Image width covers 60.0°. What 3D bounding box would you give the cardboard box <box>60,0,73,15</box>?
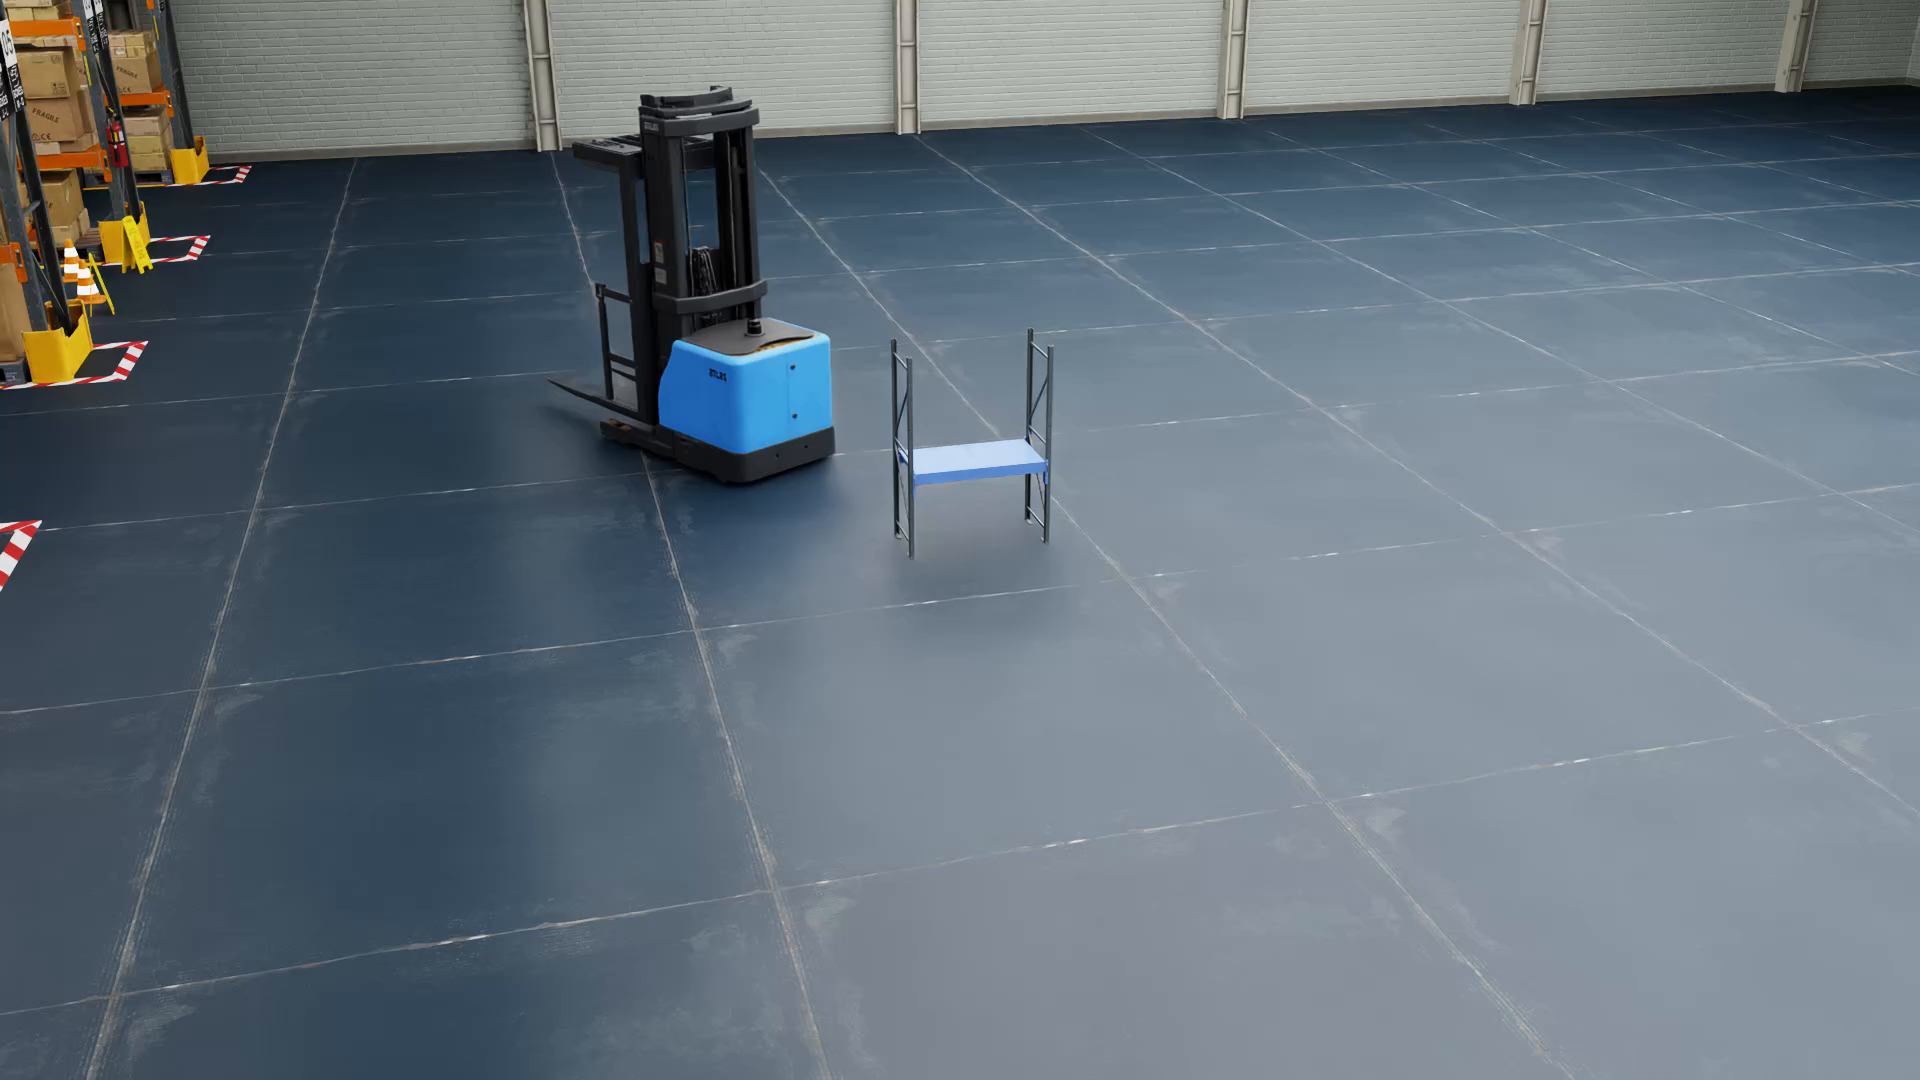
[{"bbox_3d":[-10.606,-6.300,19.643,0.250,0.149,0.380,-6,24,-14],"label":"cardboard box"}]

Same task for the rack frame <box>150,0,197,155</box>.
[{"bbox_3d":[-11.543,-6.833,24.371,0.127,3.000,1.000,-6,24,-14],"label":"rack frame"}]

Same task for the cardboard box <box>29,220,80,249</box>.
[{"bbox_3d":[-10.928,-3.688,19.995,0.500,0.250,0.500,-6,24,-15],"label":"cardboard box"}]

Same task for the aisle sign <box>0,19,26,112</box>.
[{"bbox_3d":[-8.777,-4.397,15.396,0.004,0.787,0.394,-6,24,-14],"label":"aisle sign"}]

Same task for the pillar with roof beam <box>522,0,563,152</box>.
[{"bbox_3d":[-5.517,-8.863,21.493,0.400,9.000,9.100,-6,24,-14],"label":"pillar with roof beam"}]

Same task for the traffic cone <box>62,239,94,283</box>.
[{"bbox_3d":[-10.264,-3.248,19.232,0.334,0.463,0.336,-6,24,-14],"label":"traffic cone"}]

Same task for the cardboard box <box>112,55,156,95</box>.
[{"bbox_3d":[-11.946,-6.727,23.997,0.500,0.500,0.500,-7,24,-16],"label":"cardboard box"}]

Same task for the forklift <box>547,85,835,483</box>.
[{"bbox_3d":[-2.436,-2.281,13.848,3.031,2.935,1.130,21,31,40],"label":"forklift"}]

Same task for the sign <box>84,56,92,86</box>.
[{"bbox_3d":[-10.068,-5.414,19.193,0.005,0.325,0.100,-6,24,-14],"label":"sign"}]

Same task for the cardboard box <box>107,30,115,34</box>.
[{"bbox_3d":[-12.436,-7.311,24.157,0.250,0.149,0.380,-6,24,-13],"label":"cardboard box"}]

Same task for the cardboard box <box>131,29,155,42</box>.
[{"bbox_3d":[-11.924,-7.359,24.270,0.250,0.149,0.380,-7,24,-15],"label":"cardboard box"}]

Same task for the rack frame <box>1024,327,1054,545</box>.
[{"bbox_3d":[0.572,-0.752,12.102,0.032,1.500,0.500,-6,24,-14],"label":"rack frame"}]

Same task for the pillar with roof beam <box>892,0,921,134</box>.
[{"bbox_3d":[0.260,-9.502,22.983,0.400,9.000,9.100,-6,24,-14],"label":"pillar with roof beam"}]

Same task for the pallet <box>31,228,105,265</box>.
[{"bbox_3d":[-11.064,-3.586,20.341,1.213,0.211,1.003,-6,24,-14],"label":"pallet"}]

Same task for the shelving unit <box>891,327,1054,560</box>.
[{"bbox_3d":[0.082,-0.698,11.975,1.048,1.500,0.538,-6,24,-14],"label":"shelving unit"}]

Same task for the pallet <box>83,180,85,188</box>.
[{"bbox_3d":[-13.441,-5.326,24.394,1.213,0.211,1.003,-6,24,-14],"label":"pallet"}]

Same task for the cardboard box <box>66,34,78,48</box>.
[{"bbox_3d":[-12.565,-7.121,23.716,0.250,0.149,0.380,-6,24,-14],"label":"cardboard box"}]

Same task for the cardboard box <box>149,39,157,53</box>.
[{"bbox_3d":[-11.940,-7.240,24.369,0.250,0.149,0.380,-7,24,-16],"label":"cardboard box"}]

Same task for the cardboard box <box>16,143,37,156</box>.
[{"bbox_3d":[-10.968,-4.624,19.542,0.250,0.149,0.380,-7,24,-15],"label":"cardboard box"}]

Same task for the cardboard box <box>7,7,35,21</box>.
[{"bbox_3d":[-10.698,-6.029,19.011,0.250,0.149,0.380,-6,24,-14],"label":"cardboard box"}]

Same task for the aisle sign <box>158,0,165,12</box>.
[{"bbox_3d":[-11.401,-7.923,23.615,0.004,0.787,0.394,-6,24,-14],"label":"aisle sign"}]

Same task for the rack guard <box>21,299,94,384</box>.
[{"bbox_3d":[-8.741,-1.934,16.124,0.348,0.500,1.175,-6,24,-14],"label":"rack guard"}]

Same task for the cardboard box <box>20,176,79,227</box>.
[{"bbox_3d":[-10.900,-4.039,19.862,0.500,0.500,0.500,-6,24,-14],"label":"cardboard box"}]

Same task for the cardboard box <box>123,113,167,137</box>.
[{"bbox_3d":[-11.902,-6.055,24.243,0.500,0.250,0.500,-5,24,-13],"label":"cardboard box"}]

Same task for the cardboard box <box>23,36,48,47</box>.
[{"bbox_3d":[-13.033,-7.022,23.484,0.250,0.149,0.380,-6,24,-13],"label":"cardboard box"}]

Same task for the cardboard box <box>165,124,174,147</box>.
[{"bbox_3d":[-12.052,-6.021,24.799,0.500,0.250,0.500,-6,24,-13],"label":"cardboard box"}]

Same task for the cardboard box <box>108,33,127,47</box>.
[{"bbox_3d":[-12.060,-7.158,23.801,0.250,0.149,0.380,-6,24,-14],"label":"cardboard box"}]

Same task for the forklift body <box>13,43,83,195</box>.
[{"bbox_3d":[-12.876,-5.549,22.454,1.214,2.155,2.313,-6,24,-14],"label":"forklift body"}]

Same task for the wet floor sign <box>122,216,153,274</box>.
[{"bbox_3d":[-9.727,-3.481,19.545,0.232,0.644,0.267,2,23,4],"label":"wet floor sign"}]

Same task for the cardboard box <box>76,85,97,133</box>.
[{"bbox_3d":[-10.730,-5.187,20.030,0.500,0.500,0.500,-7,24,-15],"label":"cardboard box"}]

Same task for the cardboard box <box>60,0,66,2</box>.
[{"bbox_3d":[-10.755,-6.443,19.470,0.500,0.250,0.500,-7,24,-15],"label":"cardboard box"}]

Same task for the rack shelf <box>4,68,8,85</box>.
[{"bbox_3d":[-10.690,-3.915,14.679,4.000,0.370,1.077,-6,24,-14],"label":"rack shelf"}]

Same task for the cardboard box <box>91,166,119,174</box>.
[{"bbox_3d":[-12.392,-5.543,24.319,0.500,0.250,0.500,-6,24,-14],"label":"cardboard box"}]

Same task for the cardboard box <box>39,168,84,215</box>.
[{"bbox_3d":[-11.073,-4.239,20.330,0.500,0.500,0.500,-7,24,-16],"label":"cardboard box"}]

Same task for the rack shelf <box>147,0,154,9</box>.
[{"bbox_3d":[-13.469,-7.668,23.425,4.000,0.370,1.077,-6,24,-14],"label":"rack shelf"}]

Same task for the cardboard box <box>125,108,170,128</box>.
[{"bbox_3d":[-12.057,-6.243,24.681,0.500,0.250,0.500,-7,24,-15],"label":"cardboard box"}]

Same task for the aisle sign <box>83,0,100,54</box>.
[{"bbox_3d":[-10.061,-6.040,19.226,0.004,0.787,0.394,-6,24,-14],"label":"aisle sign"}]

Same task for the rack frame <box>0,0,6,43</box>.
[{"bbox_3d":[-8.764,-5.837,14.442,0.127,3.000,1.000,-6,24,-14],"label":"rack frame"}]

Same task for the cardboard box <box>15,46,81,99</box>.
[{"bbox_3d":[-10.632,-5.454,19.385,0.500,0.500,0.700,-7,24,-16],"label":"cardboard box"}]

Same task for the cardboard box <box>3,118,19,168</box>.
[{"bbox_3d":[-9.132,-3.621,15.325,0.550,0.550,0.875,-6,24,-14],"label":"cardboard box"}]

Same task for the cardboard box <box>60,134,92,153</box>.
[{"bbox_3d":[-10.501,-4.713,19.748,0.250,0.149,0.380,-5,24,-13],"label":"cardboard box"}]

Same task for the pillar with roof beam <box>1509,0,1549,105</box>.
[{"bbox_3d":[11.814,-10.780,25.961,0.400,9.000,9.100,-6,24,-14],"label":"pillar with roof beam"}]

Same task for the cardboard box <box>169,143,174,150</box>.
[{"bbox_3d":[-12.069,-5.785,24.882,0.500,0.250,0.500,-6,24,-14],"label":"cardboard box"}]

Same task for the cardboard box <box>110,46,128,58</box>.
[{"bbox_3d":[-12.039,-6.995,23.800,0.250,0.149,0.380,-6,24,-14],"label":"cardboard box"}]

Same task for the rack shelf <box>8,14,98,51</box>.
[{"bbox_3d":[-12.125,-5.784,19.034,4.000,0.370,1.077,-6,24,-14],"label":"rack shelf"}]

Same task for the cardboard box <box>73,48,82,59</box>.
[{"bbox_3d":[-12.548,-6.969,23.738,0.250,0.149,0.380,-6,24,-15],"label":"cardboard box"}]
